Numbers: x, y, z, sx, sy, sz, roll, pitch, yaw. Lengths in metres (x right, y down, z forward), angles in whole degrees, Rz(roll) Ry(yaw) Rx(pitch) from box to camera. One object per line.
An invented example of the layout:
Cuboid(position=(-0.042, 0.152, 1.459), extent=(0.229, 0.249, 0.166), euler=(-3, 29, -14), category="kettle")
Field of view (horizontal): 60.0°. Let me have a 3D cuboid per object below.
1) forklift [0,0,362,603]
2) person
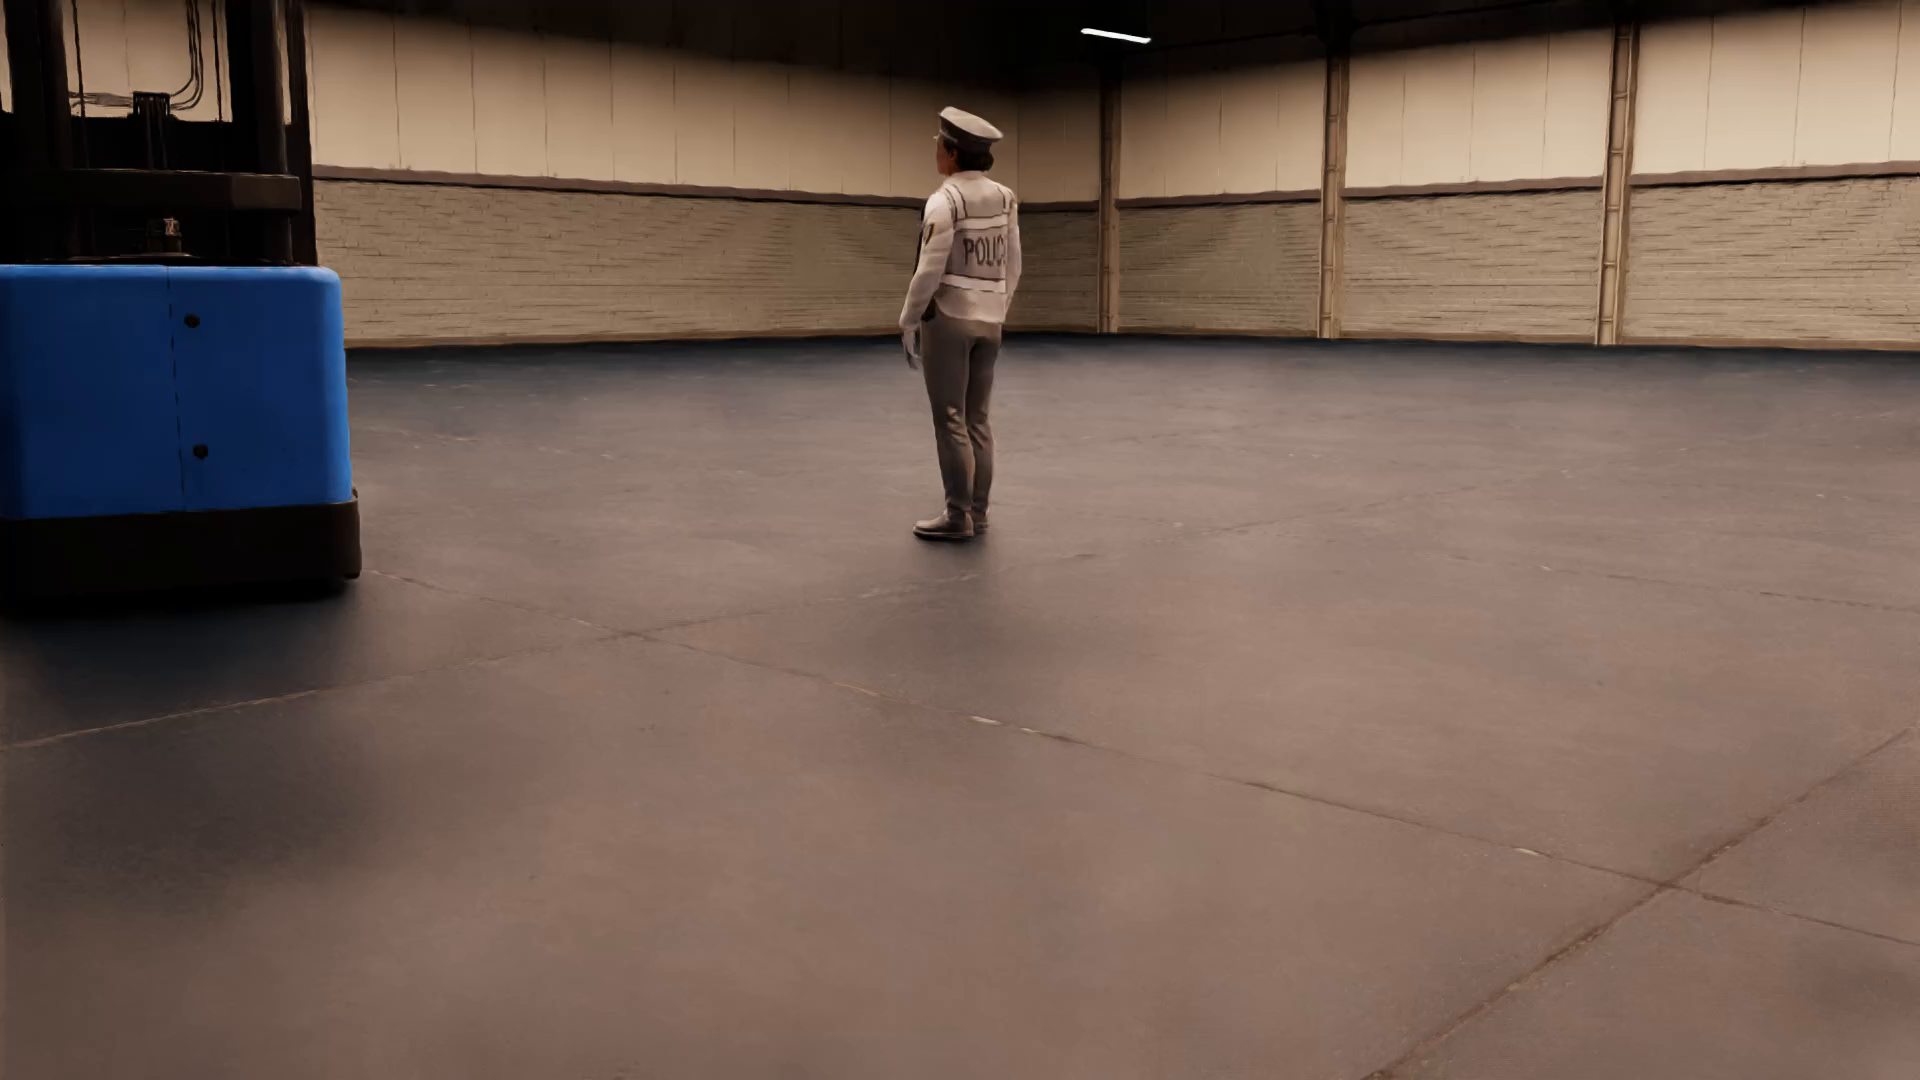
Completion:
Cuboid(position=(-3.098, -1.433, 6.393), extent=(1.130, 2.935, 3.031), euler=(-4, 10, -26), category="forklift")
Cuboid(position=(-0.044, -0.853, 6.642), extent=(0.532, 1.695, 0.586), euler=(8, 12, 43), category="person")
